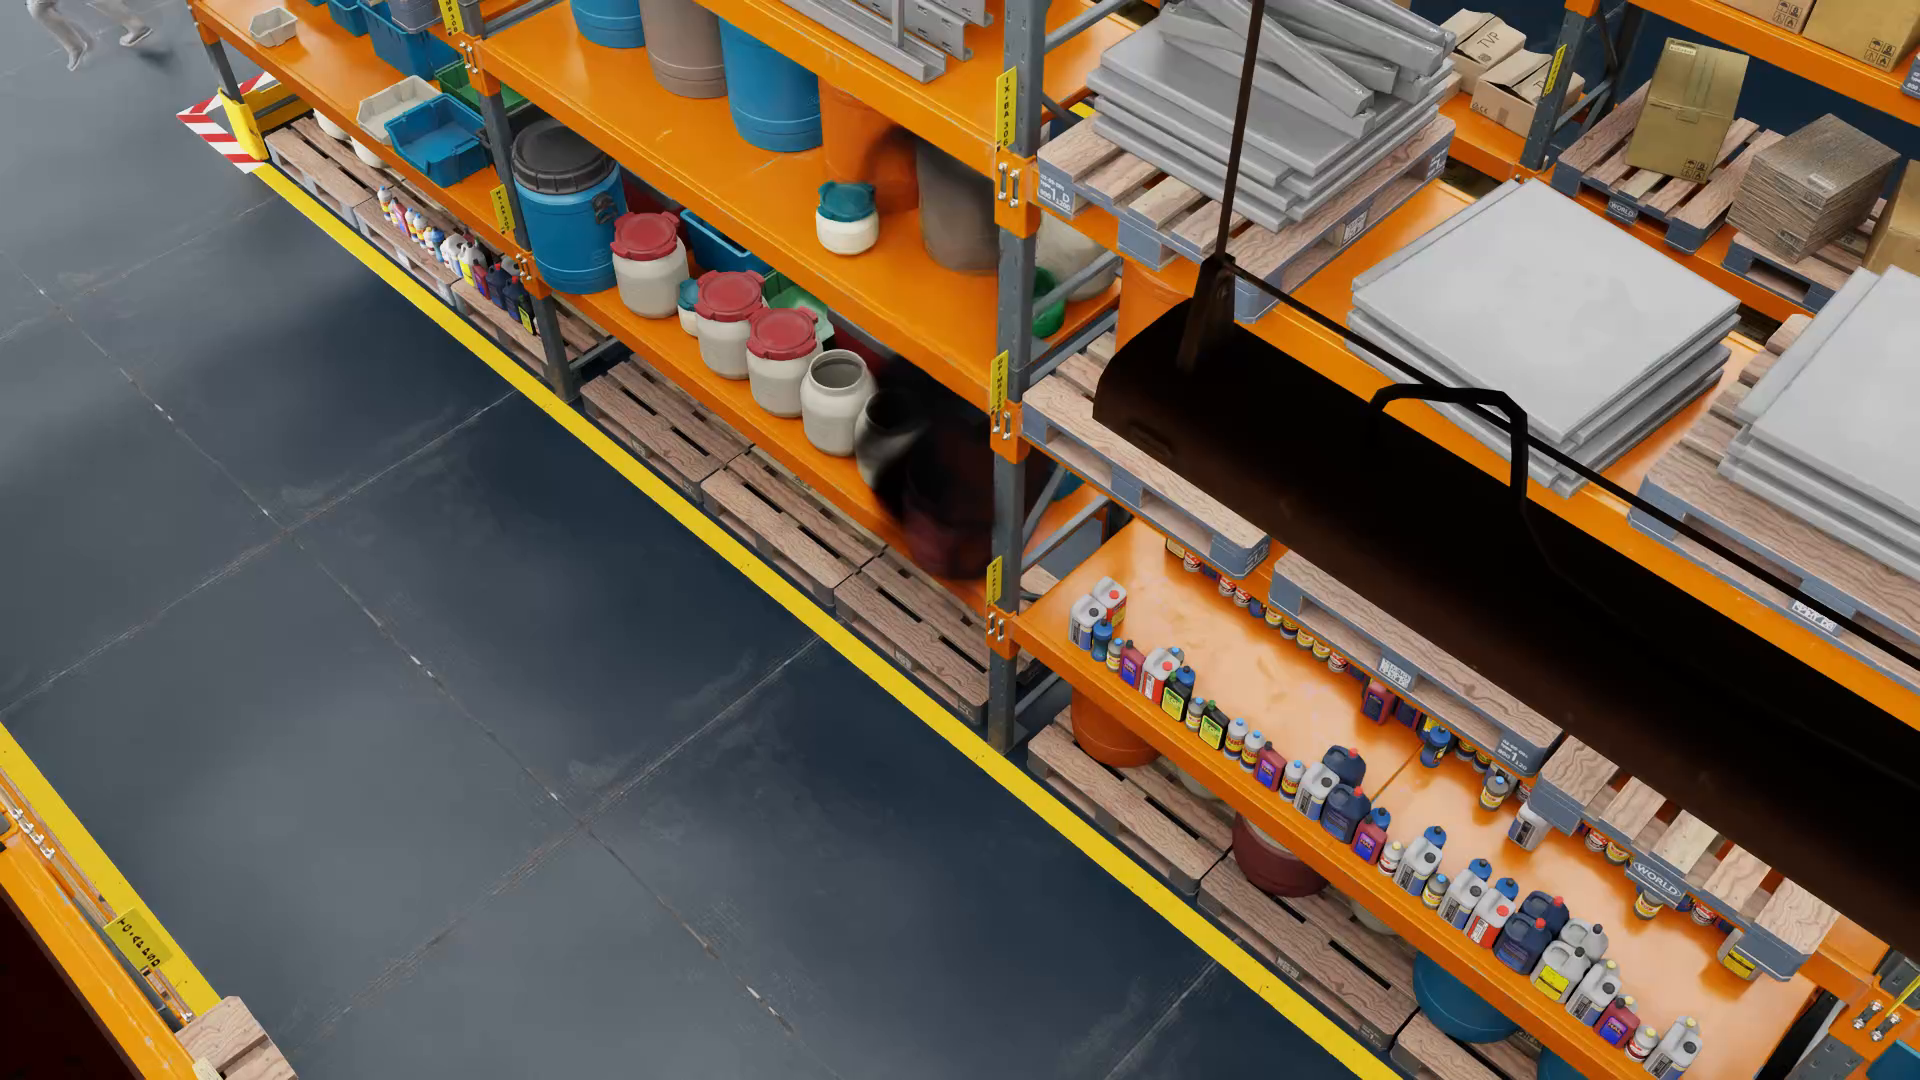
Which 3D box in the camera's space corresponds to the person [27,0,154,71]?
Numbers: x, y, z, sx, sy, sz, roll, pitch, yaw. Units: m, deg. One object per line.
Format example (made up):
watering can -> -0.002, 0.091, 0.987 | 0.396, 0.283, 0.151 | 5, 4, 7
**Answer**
person -> -7.064, -4.484, 13.053 | 0.875, 1.733, 0.588 | -7, 50, -6
